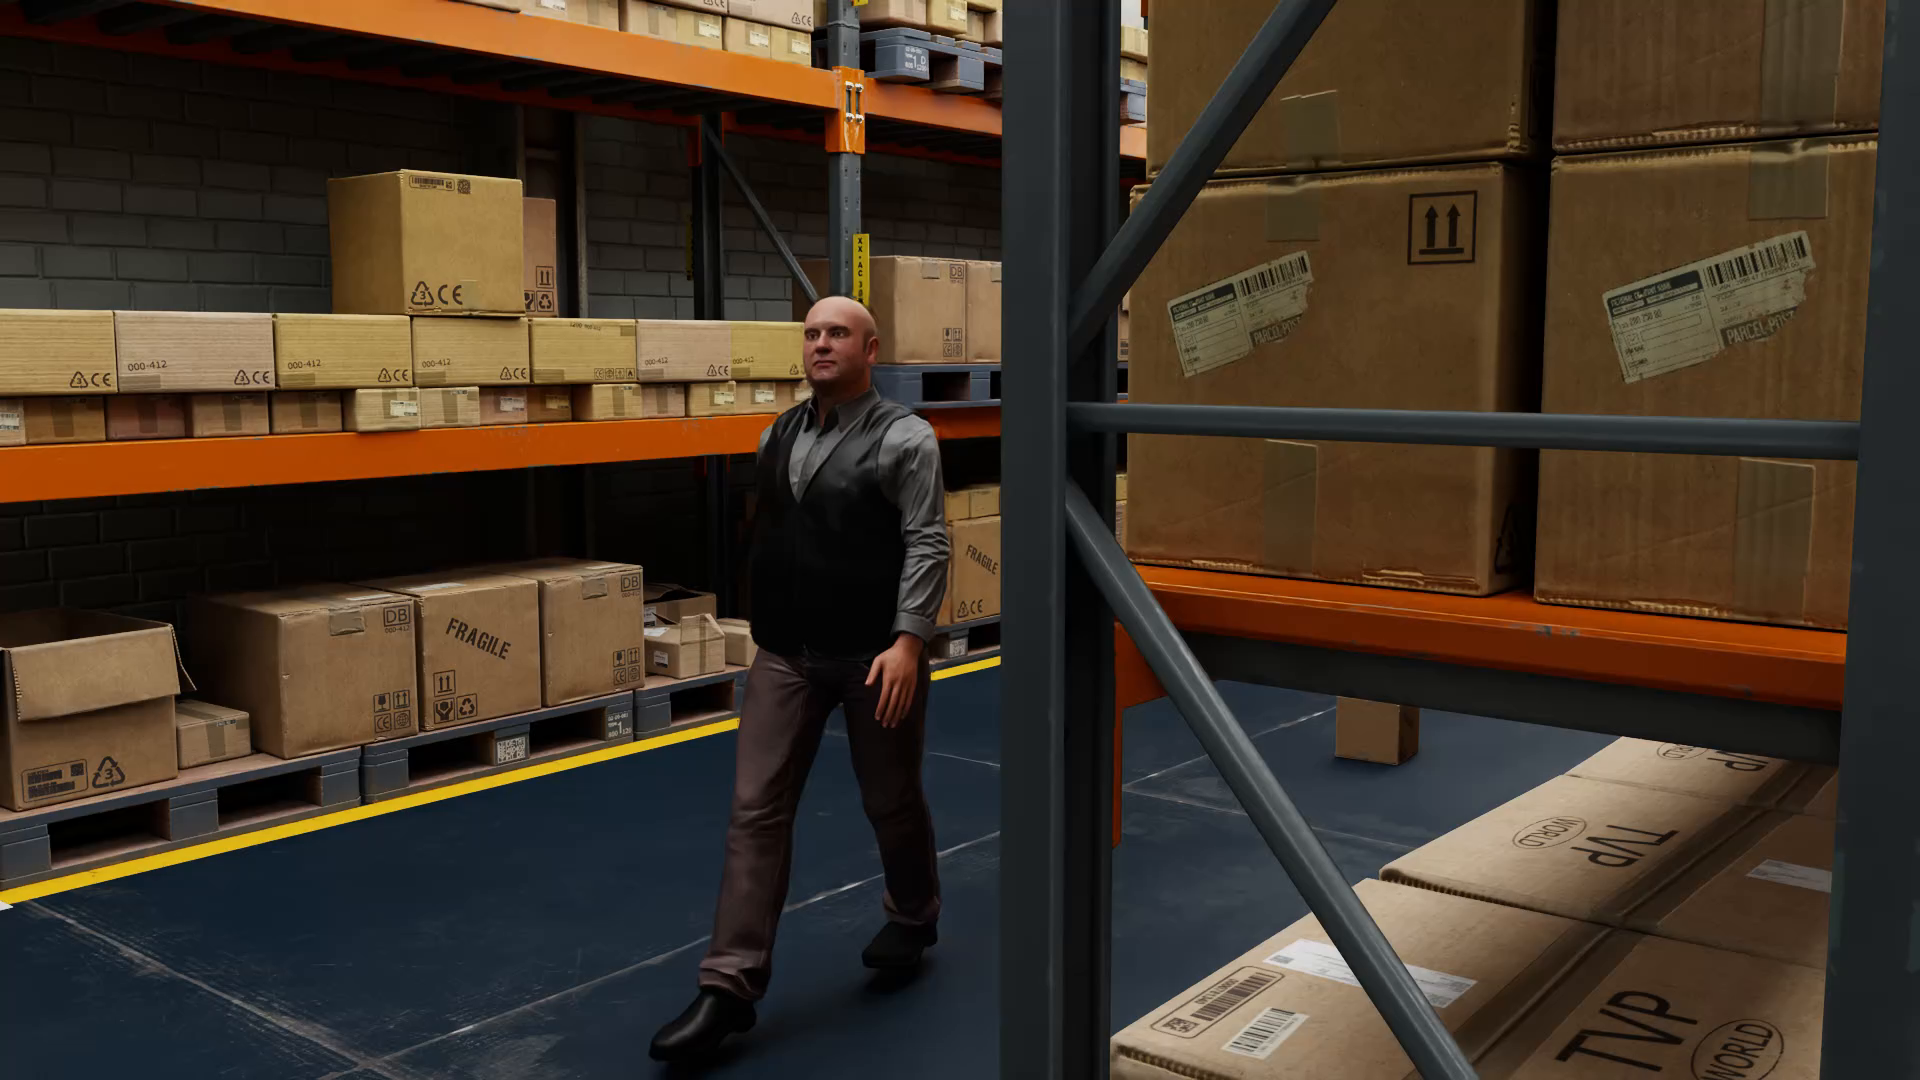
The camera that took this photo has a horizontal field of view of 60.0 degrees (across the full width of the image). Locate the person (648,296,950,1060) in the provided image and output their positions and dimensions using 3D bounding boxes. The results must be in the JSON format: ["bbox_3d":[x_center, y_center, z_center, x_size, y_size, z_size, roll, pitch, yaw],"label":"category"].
[{"bbox_3d":[-0.314,0.272,3.875,0.575,1.670,0.978,3,7,24],"label":"person"}]
